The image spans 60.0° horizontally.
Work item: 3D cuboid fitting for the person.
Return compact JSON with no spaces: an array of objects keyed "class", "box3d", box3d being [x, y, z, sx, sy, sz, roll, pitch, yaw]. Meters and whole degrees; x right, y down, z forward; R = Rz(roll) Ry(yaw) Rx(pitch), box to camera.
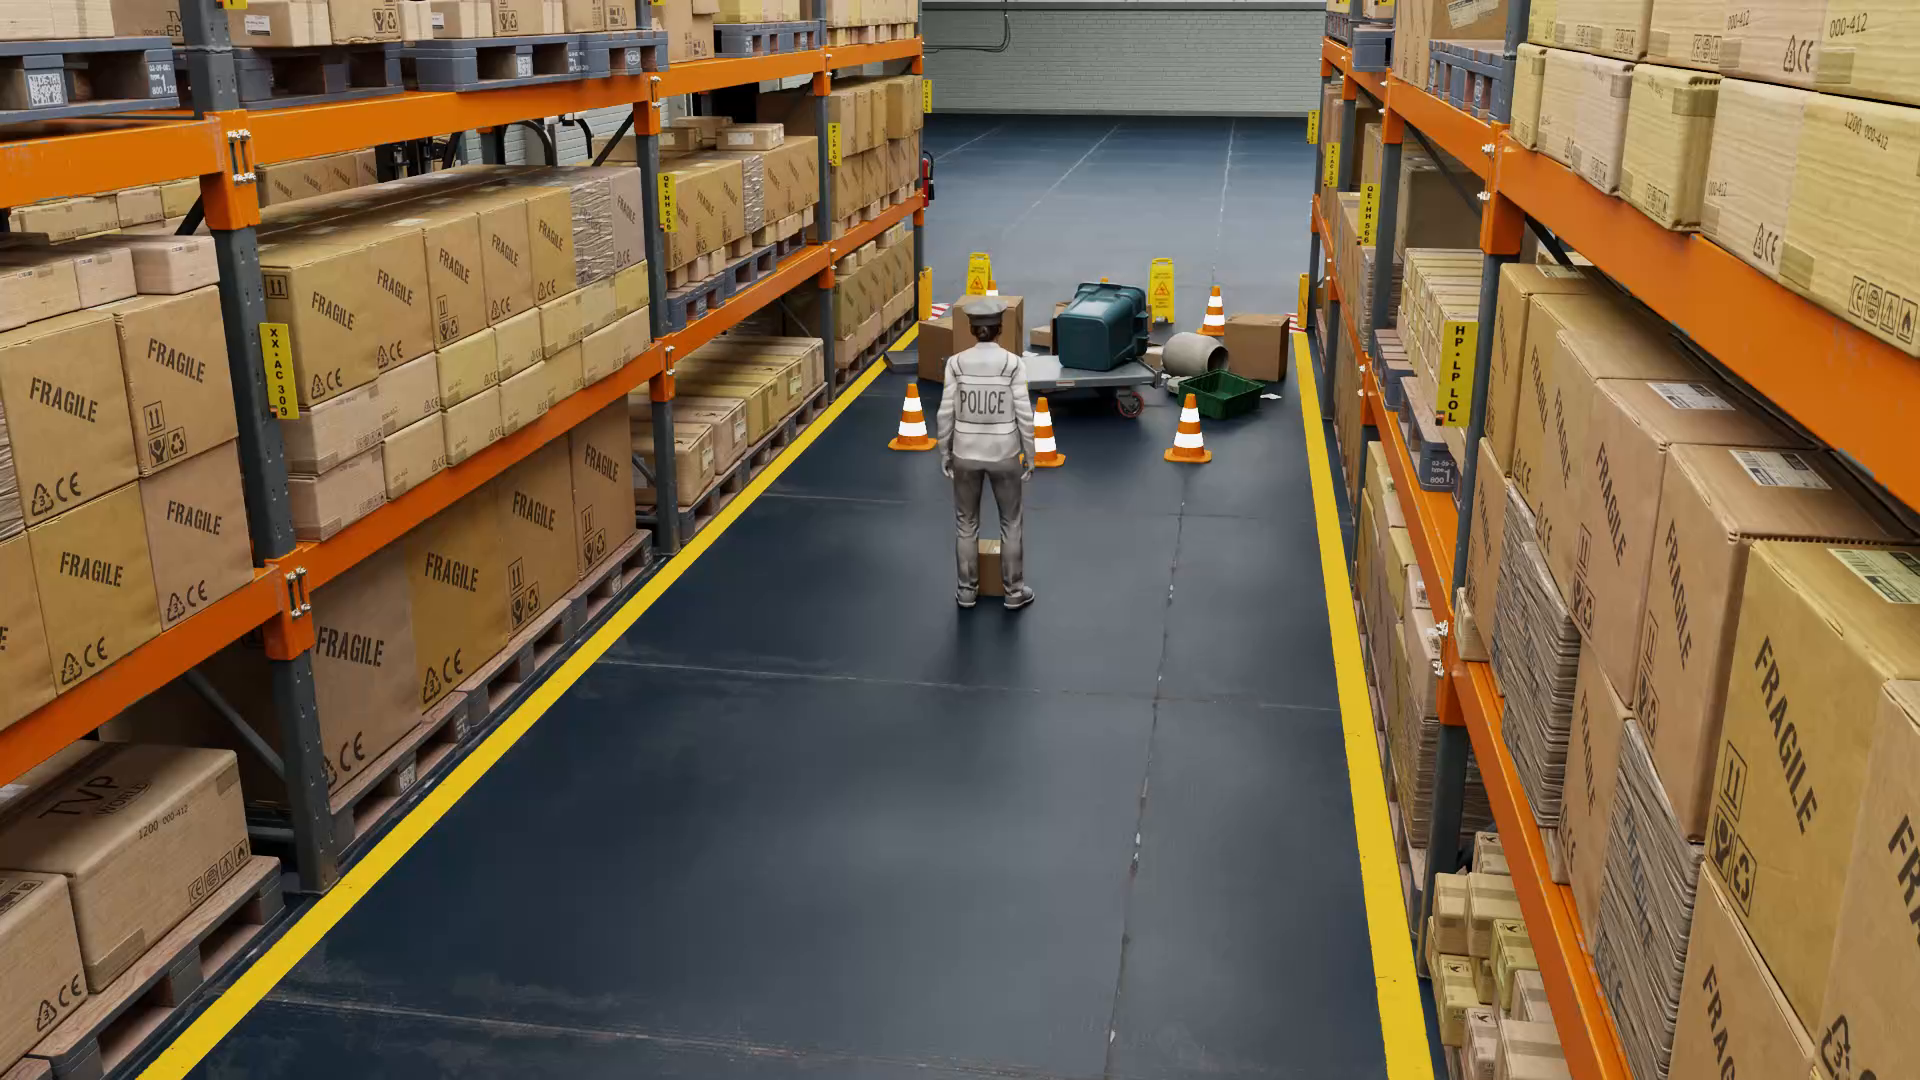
[{"class":"person","box3d":[0.151,-0.442,8.909,0.515,1.663,0.371,3,18,9]}]
